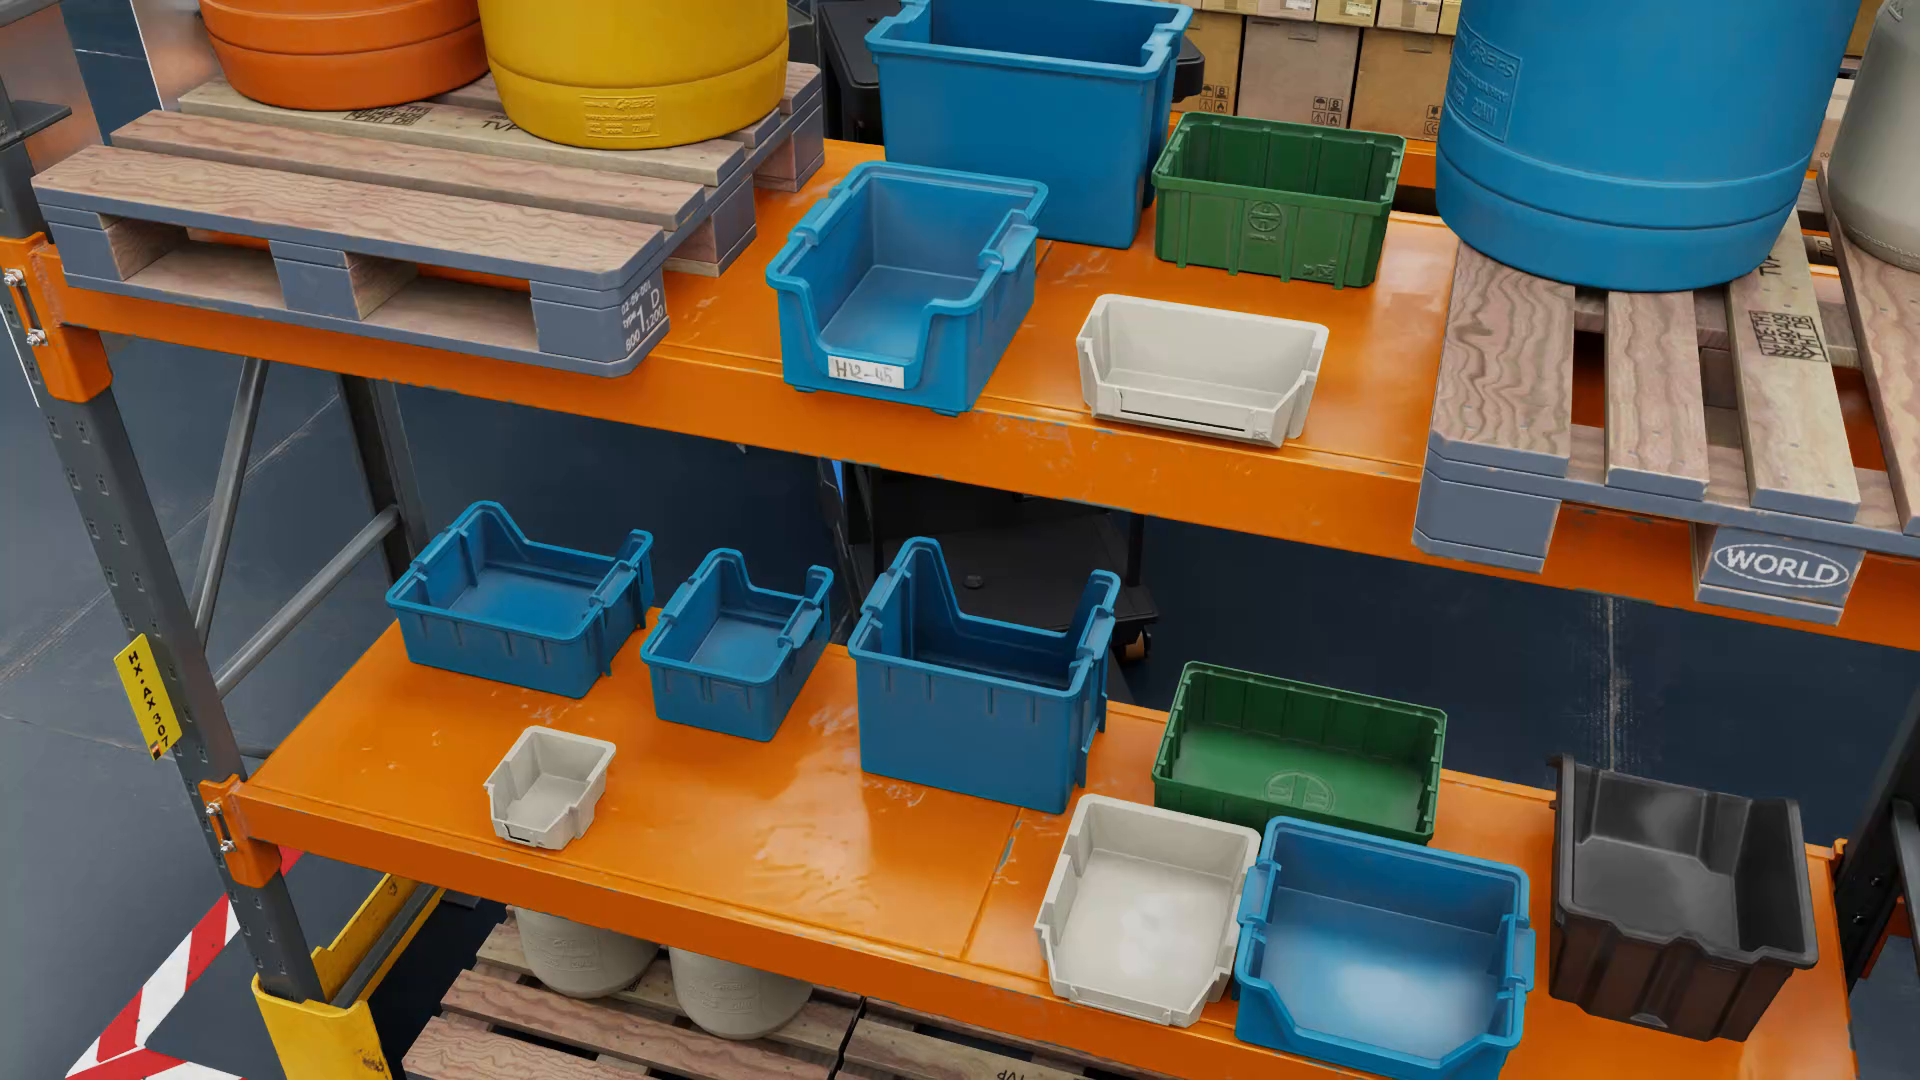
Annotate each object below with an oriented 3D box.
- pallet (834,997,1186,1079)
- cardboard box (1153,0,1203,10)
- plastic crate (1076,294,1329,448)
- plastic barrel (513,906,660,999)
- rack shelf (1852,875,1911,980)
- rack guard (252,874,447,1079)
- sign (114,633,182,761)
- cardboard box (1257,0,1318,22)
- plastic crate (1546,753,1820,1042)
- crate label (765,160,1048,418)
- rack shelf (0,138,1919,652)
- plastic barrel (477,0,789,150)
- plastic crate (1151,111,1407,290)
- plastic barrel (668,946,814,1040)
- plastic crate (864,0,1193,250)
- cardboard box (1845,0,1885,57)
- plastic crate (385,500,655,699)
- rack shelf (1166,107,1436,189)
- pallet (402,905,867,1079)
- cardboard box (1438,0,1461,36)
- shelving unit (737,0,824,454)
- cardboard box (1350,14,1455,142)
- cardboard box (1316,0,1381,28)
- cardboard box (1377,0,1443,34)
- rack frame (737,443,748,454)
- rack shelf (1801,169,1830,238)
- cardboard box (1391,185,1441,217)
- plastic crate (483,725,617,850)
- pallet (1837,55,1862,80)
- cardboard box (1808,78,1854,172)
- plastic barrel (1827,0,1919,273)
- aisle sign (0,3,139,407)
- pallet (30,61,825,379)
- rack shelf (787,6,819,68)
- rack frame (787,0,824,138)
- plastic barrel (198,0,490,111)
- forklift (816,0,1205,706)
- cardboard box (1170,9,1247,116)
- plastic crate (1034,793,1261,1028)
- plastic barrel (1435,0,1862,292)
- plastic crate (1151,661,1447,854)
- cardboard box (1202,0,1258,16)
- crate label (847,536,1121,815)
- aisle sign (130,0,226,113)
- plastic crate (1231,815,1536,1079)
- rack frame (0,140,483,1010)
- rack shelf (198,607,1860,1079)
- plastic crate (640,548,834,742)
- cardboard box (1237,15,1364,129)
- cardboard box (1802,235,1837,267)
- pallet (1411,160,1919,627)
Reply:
[{"bbox_3d":[0.252,1.652,4.828,1.213,0.211,1.003,10,38,14],"label":"pallet"},{"bbox_3d":[1.007,-2.552,7.555,0.250,0.149,0.380,9,37,12],"label":"cardboard box"},{"bbox_3d":[0.396,-0.271,2.780,0.396,0.136,0.243,10,38,14],"label":"plastic crate"},{"bbox_3d":[-1.118,1.085,4.990,0.421,0.512,0.421,0,36,0],"label":"plastic barrel"},{"bbox_3d":[3.958,1.529,3.249,4.000,0.370,1.077,10,38,14],"label":"rack shelf"},{"bbox_3d":[-1.683,1.172,5.236,0.348,0.500,1.175,10,38,14],"label":"rack guard"},{"bbox_3d":[-1.938,0.378,3.973,0.005,0.325,0.100,10,38,14],"label":"sign"},{"bbox_3d":[1.488,-2.461,7.432,0.250,0.149,0.380,11,38,14],"label":"cardboard box"},{"bbox_3d":[1.587,0.746,3.758,0.504,0.338,0.767,10,38,14],"label":"plastic crate"},{"bbox_3d":[-0.081,-0.452,2.928,0.408,0.251,0.502,10,38,14],"label":"crate label"},{"bbox_3d":[0.140,-0.386,3.321,4.000,0.370,1.077,10,38,14],"label":"rack shelf"},{"bbox_3d":[-0.643,-1.145,3.231,0.600,0.588,0.600,0,36,0],"label":"plastic barrel"},{"bbox_3d":[0.624,-0.670,3.278,0.450,0.188,0.336,10,38,14],"label":"plastic crate"},{"bbox_3d":[-0.640,1.173,4.870,0.421,0.512,0.421,0,36,0],"label":"plastic barrel"},{"bbox_3d":[0.141,-0.856,3.366,0.575,0.384,0.392,10,38,14],"label":"plastic crate"},{"bbox_3d":[6.218,-3.707,11.493,0.500,0.500,0.700,10,37,13],"label":"cardboard box"},{"bbox_3d":[-1.202,0.158,4.631,0.616,0.251,0.499,10,38,14],"label":"plastic crate"},{"bbox_3d":[1.620,-1.980,8.017,4.000,0.370,1.077,10,38,14],"label":"rack shelf"},{"bbox_3d":[-0.909,1.435,5.122,1.213,0.211,1.003,10,38,14],"label":"pallet"},{"bbox_3d":[2.235,-2.326,7.248,0.250,0.149,0.380,10,38,14],"label":"cardboard box"},{"bbox_3d":[-0.903,-1.427,7.417,0.503,2.100,0.431,-21,41,-26],"label":"shelving unit"},{"bbox_3d":[2.121,-2.212,7.640,0.500,0.500,0.700,11,38,15],"label":"cardboard box"},{"bbox_3d":[1.740,-2.415,7.369,0.250,0.149,0.380,12,38,15],"label":"cardboard box"},{"bbox_3d":[1.994,-2.370,7.308,0.250,0.149,0.380,12,38,15],"label":"cardboard box"},{"bbox_3d":[-1.109,-1.348,7.311,0.015,2.100,0.400,-21,41,-26],"label":"rack frame"},{"bbox_3d":[5.438,-1.273,7.056,4.000,0.370,1.077,10,38,14],"label":"rack shelf"},{"bbox_3d":[2.069,-1.420,7.981,0.500,0.500,0.500,10,38,14],"label":"cardboard box"},{"bbox_3d":[-1.011,0.625,4.093,0.250,0.136,0.298,10,38,14],"label":"plastic crate"},{"bbox_3d":[5.746,-3.460,11.773,1.213,0.211,1.003,10,38,14],"label":"pallet"},{"bbox_3d":[4.012,-1.794,7.283,0.500,0.250,0.500,13,38,17],"label":"cardboard box"},{"bbox_3d":[1.696,-0.724,2.724,0.421,0.512,0.421,0,36,0],"label":"plastic barrel"},{"bbox_3d":[-1.925,-0.715,3.498,0.004,0.787,0.394,10,38,14],"label":"aisle sign"},{"bbox_3d":[-1.009,-0.752,3.370,1.213,0.211,1.003,10,38,14],"label":"pallet"},{"bbox_3d":[-0.904,-1.979,7.010,0.480,0.518,0.431,-21,41,-26],"label":"rack shelf"},{"bbox_3d":[-0.698,-1.505,7.523,0.015,2.100,0.400,-21,41,-26],"label":"rack frame"},{"bbox_3d":[-1.268,-1.358,3.317,0.708,0.830,0.600,10,38,14],"label":"plastic barrel"},{"bbox_3d":[0.127,-0.819,5.890,1.130,2.935,3.031,-7,37,-9],"label":"forklift"},{"bbox_3d":[1.128,-2.393,7.886,0.500,0.500,0.700,11,38,14],"label":"cardboard box"},{"bbox_3d":[0.423,0.848,3.790,0.437,0.136,0.530,10,38,14],"label":"plastic crate"},{"bbox_3d":[1.131,-0.930,2.675,0.708,0.901,0.600,10,38,14],"label":"plastic barrel"},{"bbox_3d":[0.837,0.571,4.122,0.662,0.188,0.450,10,38,14],"label":"plastic crate"},{"bbox_3d":[1.251,-2.507,7.494,0.250,0.149,0.380,10,38,13],"label":"cardboard box"},{"bbox_3d":[0.068,0.337,4.232,0.616,0.435,0.502,10,38,14],"label":"crate label"},{"bbox_3d":[-1.750,-1.049,3.952,0.004,0.787,0.394,10,38,14],"label":"aisle sign"},{"bbox_3d":[0.911,0.904,3.617,0.616,0.251,0.499,10,38,14],"label":"plastic crate"},{"bbox_3d":[-1.769,0.179,4.477,0.127,3.000,1.000,10,38,14],"label":"rack frame"},{"bbox_3d":[0.140,0.822,4.210,4.000,0.370,1.077,10,38,14],"label":"rack shelf"},{"bbox_3d":[-0.584,0.276,4.470,0.408,0.251,0.499,10,38,14],"label":"plastic crate"},{"bbox_3d":[1.631,-2.302,7.762,0.500,0.500,0.700,12,38,15],"label":"cardboard box"},{"bbox_3d":[4.001,-1.295,7.971,0.500,0.311,0.500,10,38,14],"label":"cardboard box"},{"bbox_3d":[1.331,-0.319,2.781,1.003,0.211,1.213,10,38,14],"label":"pallet"}]
